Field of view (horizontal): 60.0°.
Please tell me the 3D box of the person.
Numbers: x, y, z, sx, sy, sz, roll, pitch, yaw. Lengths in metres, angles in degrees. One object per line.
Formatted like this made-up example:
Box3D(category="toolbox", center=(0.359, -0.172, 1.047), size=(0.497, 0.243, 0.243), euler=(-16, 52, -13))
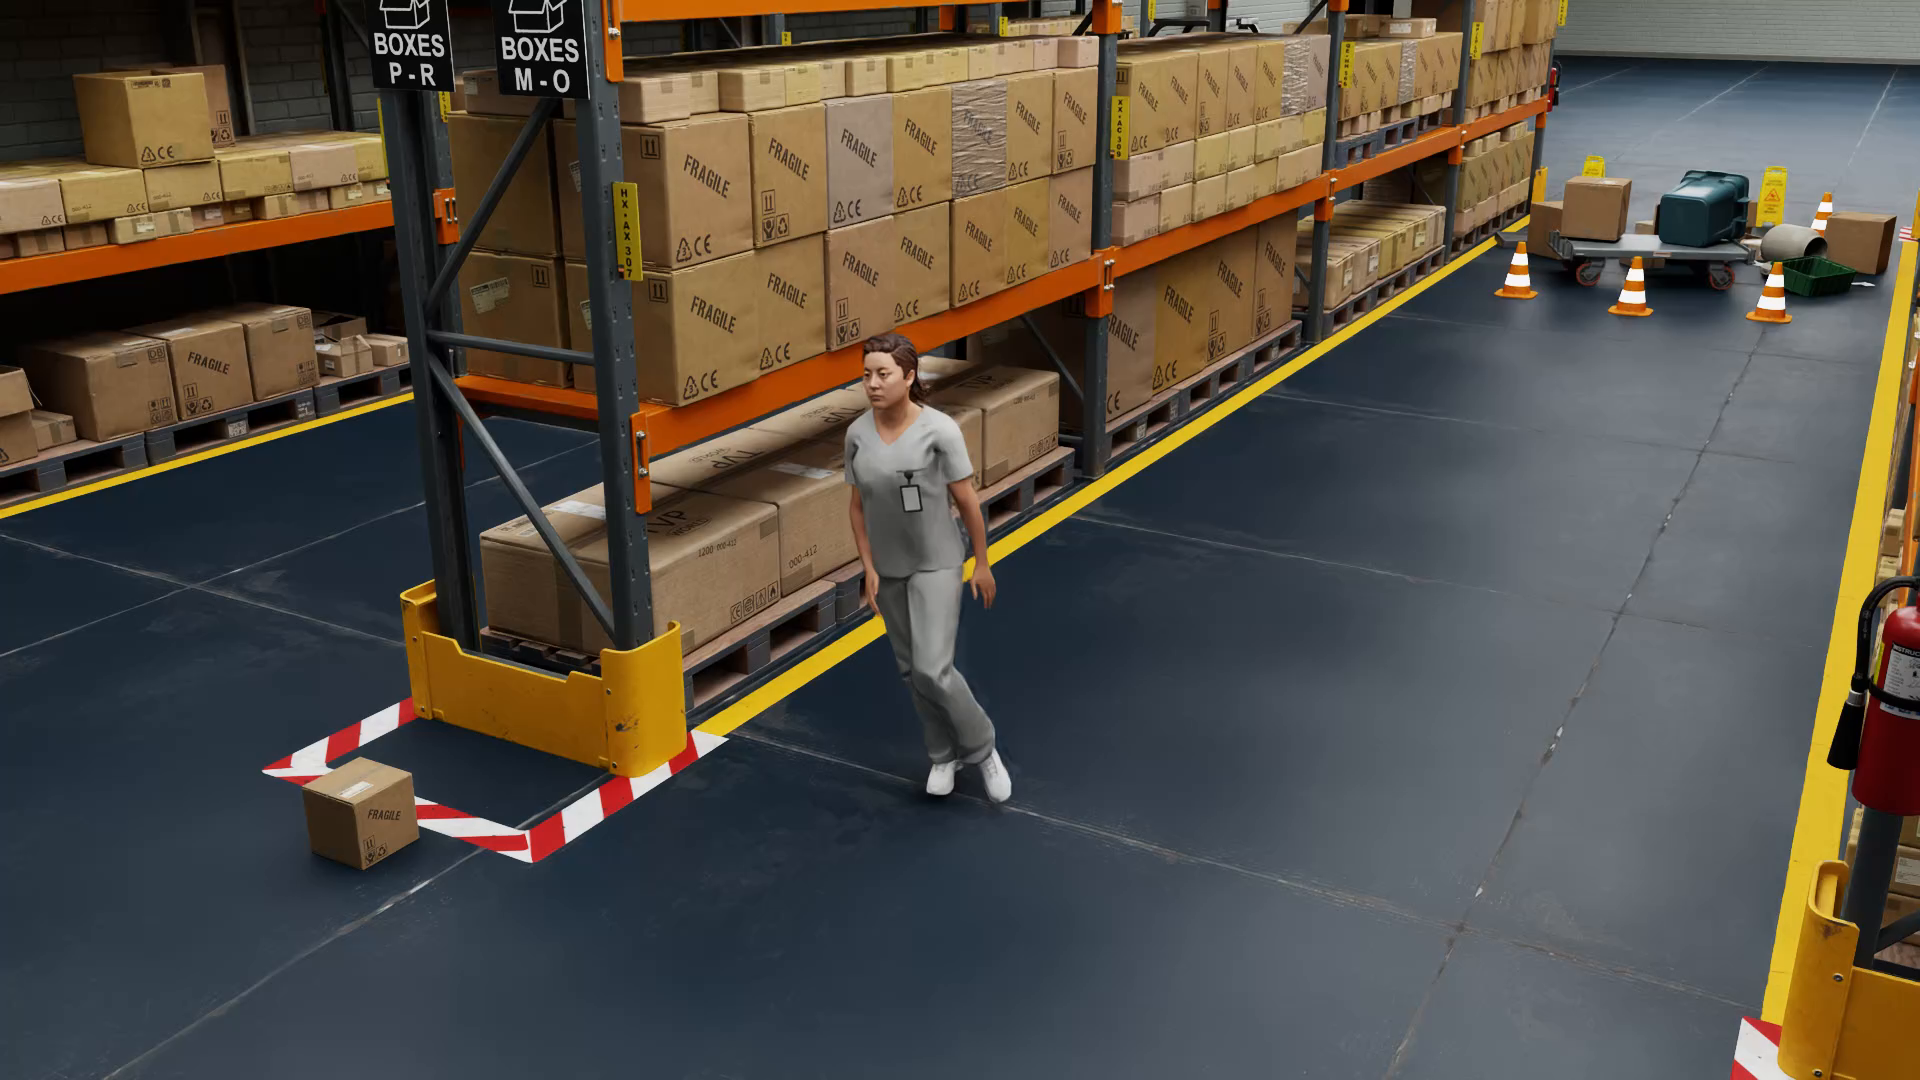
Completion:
Box3D(category="person", center=(-0.102, 0.116, 5.684), size=(0.613, 1.649, 0.480), euler=(8, 21, 22))
